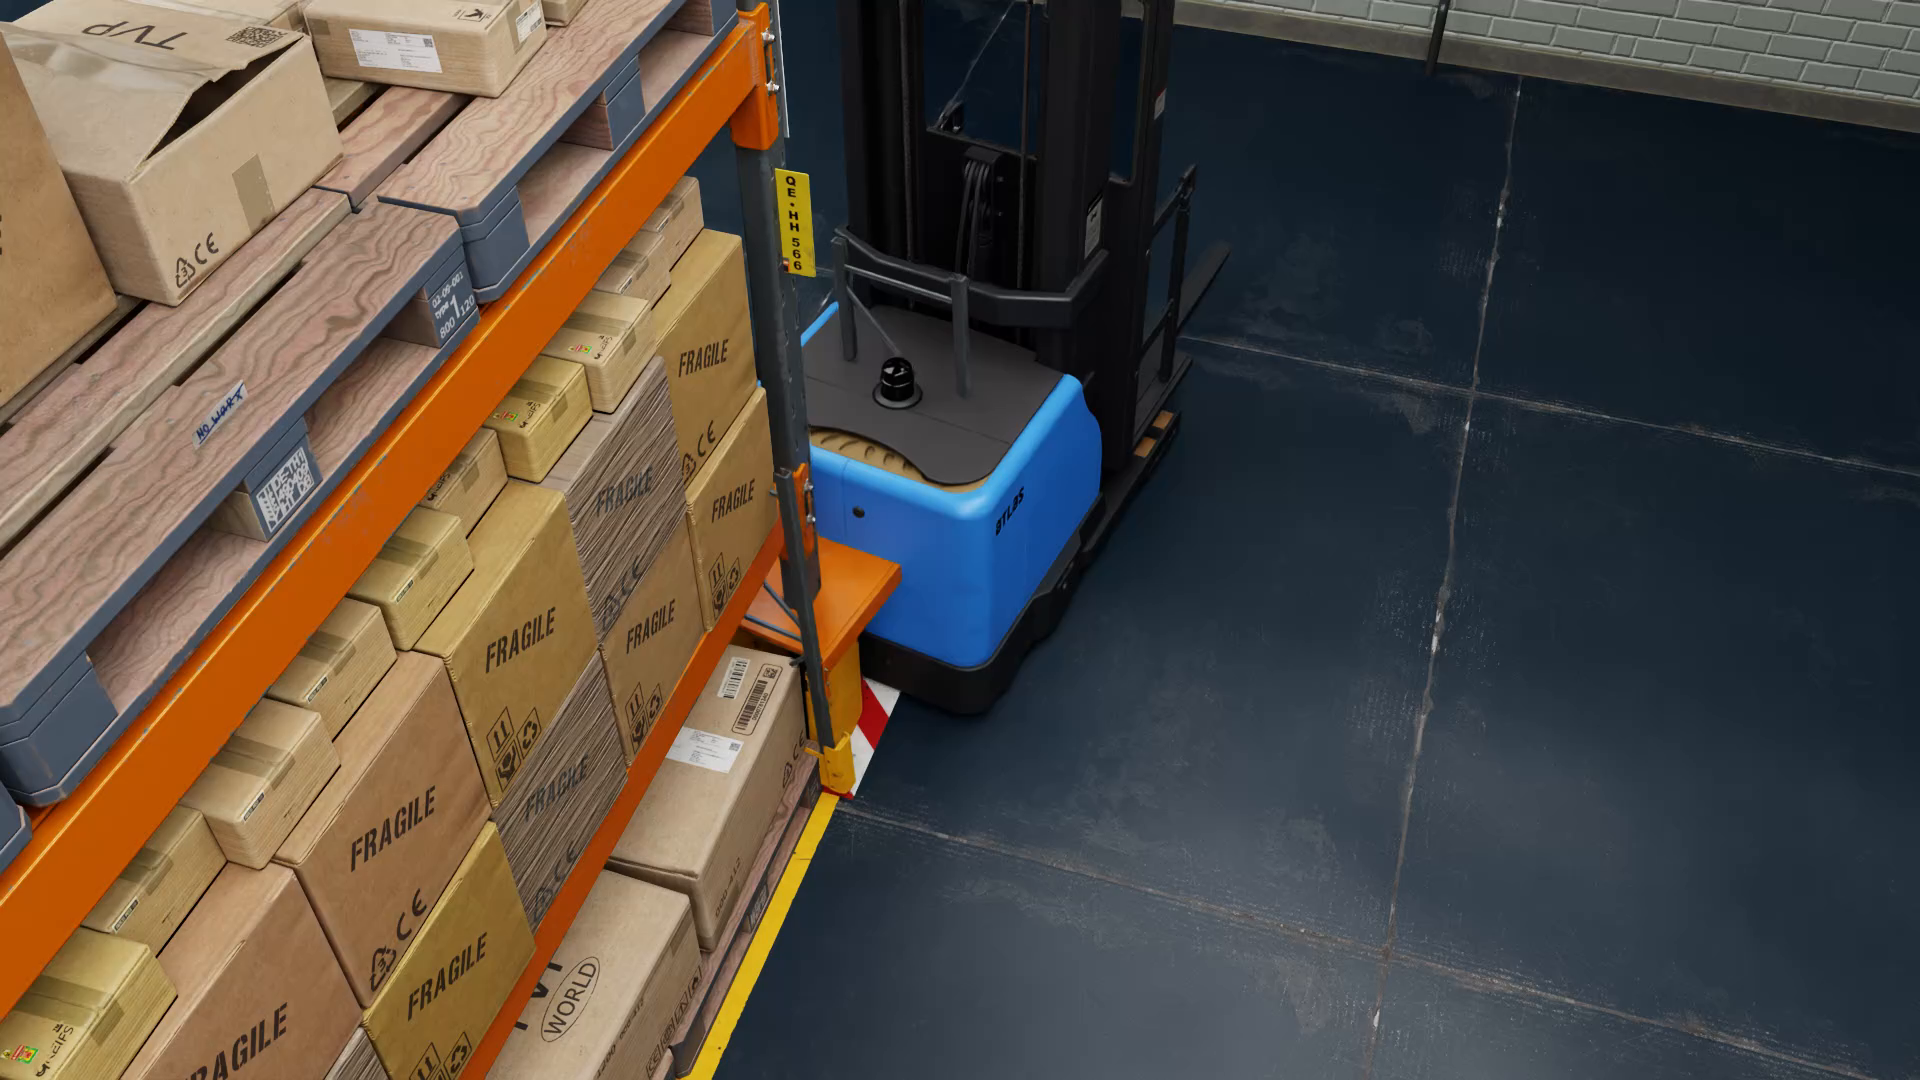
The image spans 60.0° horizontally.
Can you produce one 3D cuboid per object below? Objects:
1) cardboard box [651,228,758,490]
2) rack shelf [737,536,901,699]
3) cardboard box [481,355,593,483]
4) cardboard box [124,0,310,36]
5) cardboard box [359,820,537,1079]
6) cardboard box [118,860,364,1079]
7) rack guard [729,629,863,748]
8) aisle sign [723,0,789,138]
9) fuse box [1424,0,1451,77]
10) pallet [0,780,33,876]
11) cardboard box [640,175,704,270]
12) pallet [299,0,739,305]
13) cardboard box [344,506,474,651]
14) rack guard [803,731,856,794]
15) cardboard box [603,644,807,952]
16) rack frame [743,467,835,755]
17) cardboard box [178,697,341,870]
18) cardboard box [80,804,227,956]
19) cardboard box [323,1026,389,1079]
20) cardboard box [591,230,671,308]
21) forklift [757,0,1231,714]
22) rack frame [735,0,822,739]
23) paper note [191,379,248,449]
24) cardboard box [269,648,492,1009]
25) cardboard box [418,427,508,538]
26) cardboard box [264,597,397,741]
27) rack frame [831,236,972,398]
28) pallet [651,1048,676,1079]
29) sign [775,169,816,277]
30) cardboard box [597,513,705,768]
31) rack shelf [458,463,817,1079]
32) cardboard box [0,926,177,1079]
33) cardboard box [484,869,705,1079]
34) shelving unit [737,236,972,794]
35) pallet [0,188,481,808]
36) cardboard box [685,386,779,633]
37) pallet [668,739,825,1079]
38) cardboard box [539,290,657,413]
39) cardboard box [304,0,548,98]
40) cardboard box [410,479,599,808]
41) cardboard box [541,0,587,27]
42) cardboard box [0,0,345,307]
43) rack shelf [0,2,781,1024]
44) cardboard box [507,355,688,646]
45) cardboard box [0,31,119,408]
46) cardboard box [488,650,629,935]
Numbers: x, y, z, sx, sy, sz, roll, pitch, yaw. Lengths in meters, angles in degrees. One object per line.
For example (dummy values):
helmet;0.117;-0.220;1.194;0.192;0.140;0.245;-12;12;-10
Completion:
cardboard box;-0.877;-0.498;4.327;0.500;0.500;0.500;14;46;14
rack shelf;-0.415;0.056;5.781;0.538;0.185;1.000;21;50;21
cardboard box;-1.043;-0.296;3.658;0.380;0.149;0.250;14;46;13
cardboard box;-1.507;-0.968;3.258;0.380;0.149;0.250;14;46;14
cardboard box;-1.308;0.889;3.626;0.500;0.500;0.500;14;46;14
cardboard box;-1.469;0.856;2.944;0.500;0.500;0.500;13;46;13
rack guard;-0.951;0.401;5.983;1.175;0.500;0.348;13;46;13
aisle sign;-0.641;-1.388;4.165;0.394;0.787;0.004;13;46;13
fuse box;2.685;-3.237;8.835;0.539;1.711;0.414;13;46;13
pallet;-1.911;0.606;1.904;1.003;0.211;1.213;13;46;13
cardboard box;-0.876;-0.820;4.193;0.380;0.149;0.250;13;46;13
pallet;-1.173;-1.020;3.566;1.003;0.211;1.213;13;46;13
cardboard box;-1.210;0.043;3.312;0.380;0.149;0.250;14;46;13
rack guard;-0.637;0.678;5.811;0.587;0.250;0.087;21;50;21
cardboard box;-1.062;0.750;5.370;0.875;0.438;0.875;11;45;11
rack frame;-0.671;0.256;5.351;0.500;1.500;0.032;21;50;21
cardboard box;-1.347;0.398;2.948;0.380;0.149;0.250;13;46;13
cardboard box;-1.487;0.548;2.796;0.380;0.149;0.250;12;46;12
cardboard box;-1.464;1.232;3.275;0.500;0.500;0.500;13;46;13
cardboard box;-0.930;-0.645;4.015;0.380;0.149;0.250;13;46;13
forklift;0.294;-1.451;6.137;1.130;2.935;3.031;20;48;19
rack frame;-0.958;-0.476;5.092;1.000;3.000;0.127;13;46;13
paper note;-1.039;-0.176;2.338;0.006;0.032;0.123;13;46;13
cardboard box;-1.314;0.521;3.287;0.500;0.500;0.500;12;46;12
cardboard box;-1.190;-0.137;3.495;0.380;0.149;0.250;12;46;12
cardboard box;-1.307;0.214;3.137;0.380;0.149;0.250;14;46;14
rack frame;-0.173;-0.394;5.954;0.500;1.500;0.032;21;50;21
pallet;-1.497;1.880;4.677;1.003;0.211;1.213;13;46;12
sign;-0.445;-0.851;4.477;0.100;0.325;0.005;13;46;13
cardboard box;-1.018;0.197;4.333;0.500;0.500;0.500;12;46;12
rack shelf;-1.563;1.114;3.981;1.077;0.370;4.000;13;46;13
cardboard box;-1.485;0.732;2.607;0.380;0.149;0.250;11;46;11
cardboard box;-1.332;1.362;4.745;0.875;0.438;0.875;14;46;14
shelving unit;-0.418;-0.075;5.658;0.587;1.500;1.083;21;50;21
pallet;-1.540;-0.204;2.733;1.003;0.211;1.213;13;46;13
cardboard box;-0.852;-0.134;4.671;0.500;0.500;0.500;13;46;13
pallet;-1.125;1.070;5.506;1.003;0.211;1.213;13;46;13
cardboard box;-0.928;-0.455;3.821;0.380;0.149;0.250;12;46;12
cardboard box;-1.059;-1.029;3.320;0.380;0.149;0.250;9;45;9
cardboard box;-1.160;0.186;3.629;0.500;0.500;0.500;12;46;12
cardboard box;-1.008;-1.362;3.588;0.500;0.250;0.500;9;45;9
cardboard box;-1.459;-0.715;2.883;0.500;0.311;0.500;13;46;13
rack shelf;-1.563;0.042;2.932;1.077;0.370;4.000;13;46;13
cardboard box;-1.007;-0.143;3.965;0.500;0.500;0.500;13;46;13
cardboard box;-1.711;-0.458;2.485;0.500;0.500;0.500;13;46;13
cardboard box;-1.164;0.542;3.980;0.500;0.500;0.500;14;46;14
